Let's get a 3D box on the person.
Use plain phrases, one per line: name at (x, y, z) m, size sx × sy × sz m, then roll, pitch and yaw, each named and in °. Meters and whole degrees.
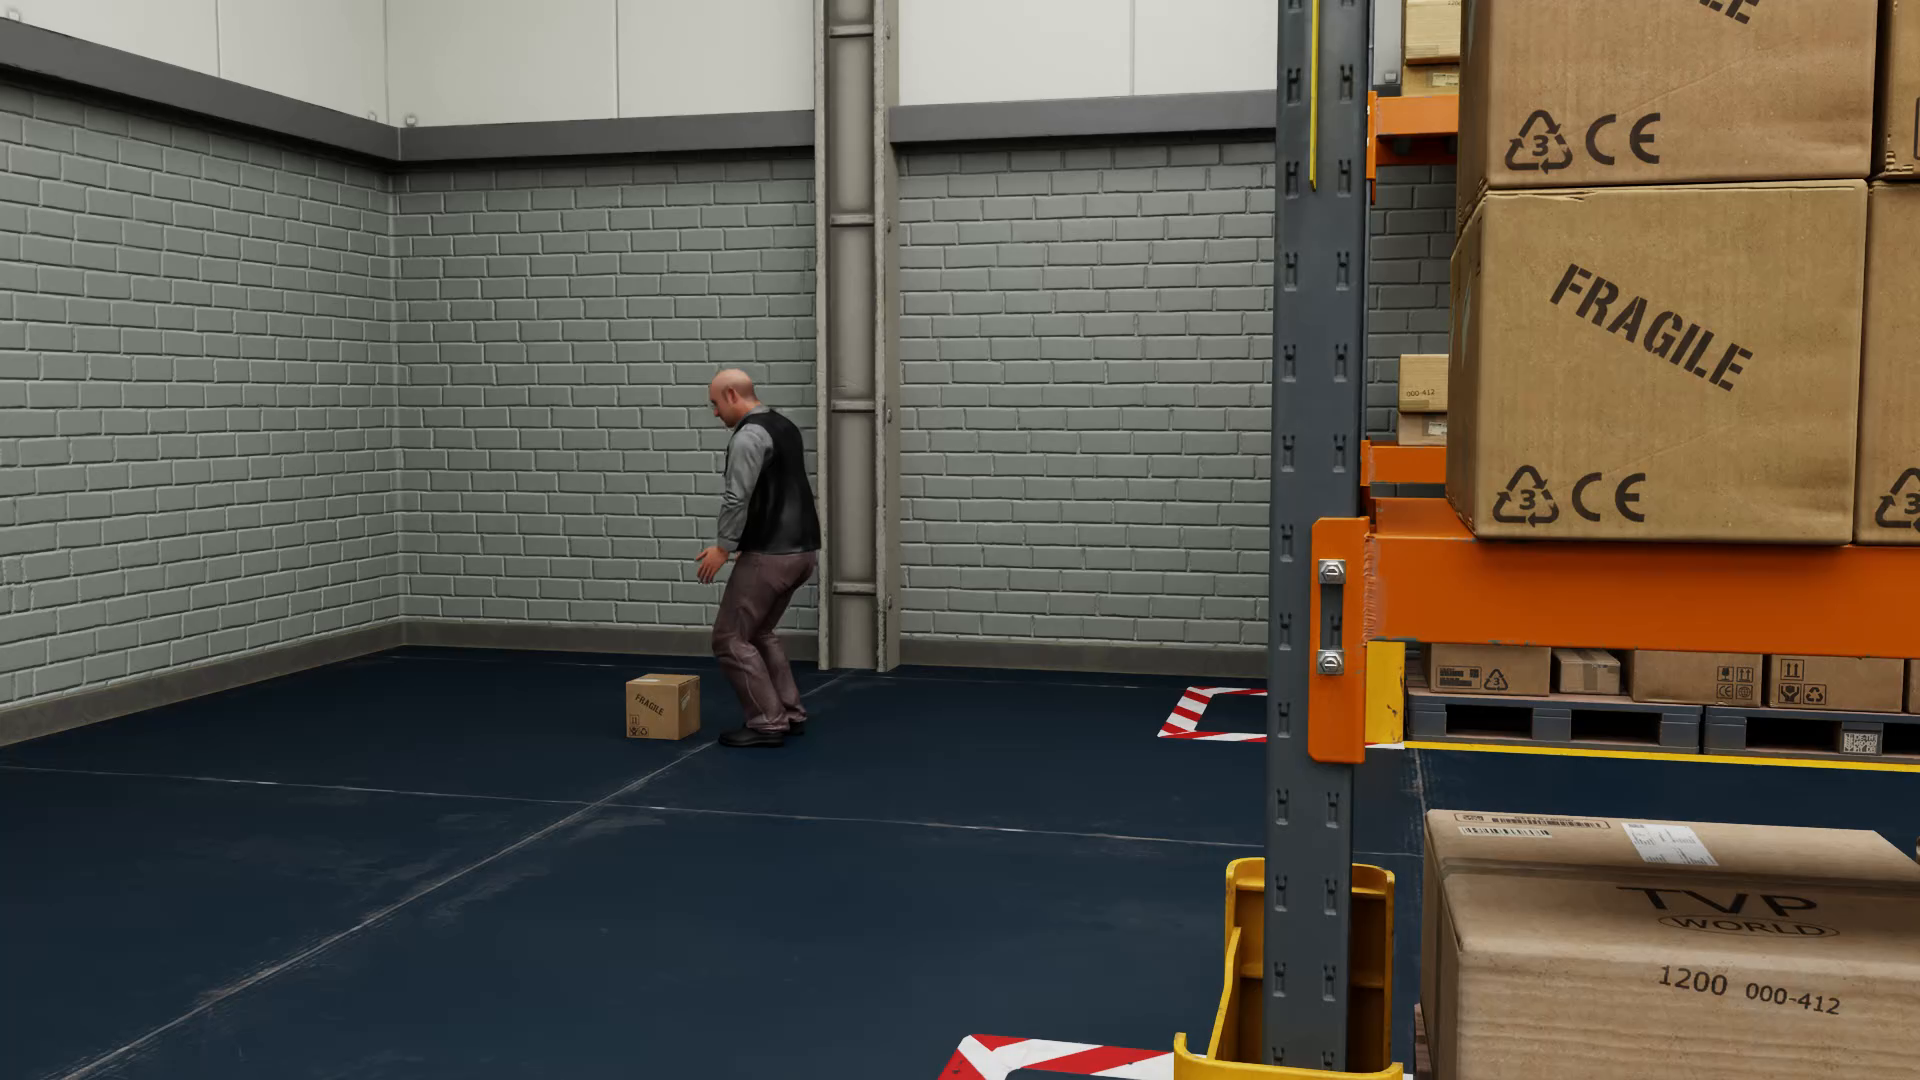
person at (-0.869, 0.074, 7.297) m, size 0.464 × 1.646 × 0.567 m, roll 1°, pitch 5°, yaw 15°
